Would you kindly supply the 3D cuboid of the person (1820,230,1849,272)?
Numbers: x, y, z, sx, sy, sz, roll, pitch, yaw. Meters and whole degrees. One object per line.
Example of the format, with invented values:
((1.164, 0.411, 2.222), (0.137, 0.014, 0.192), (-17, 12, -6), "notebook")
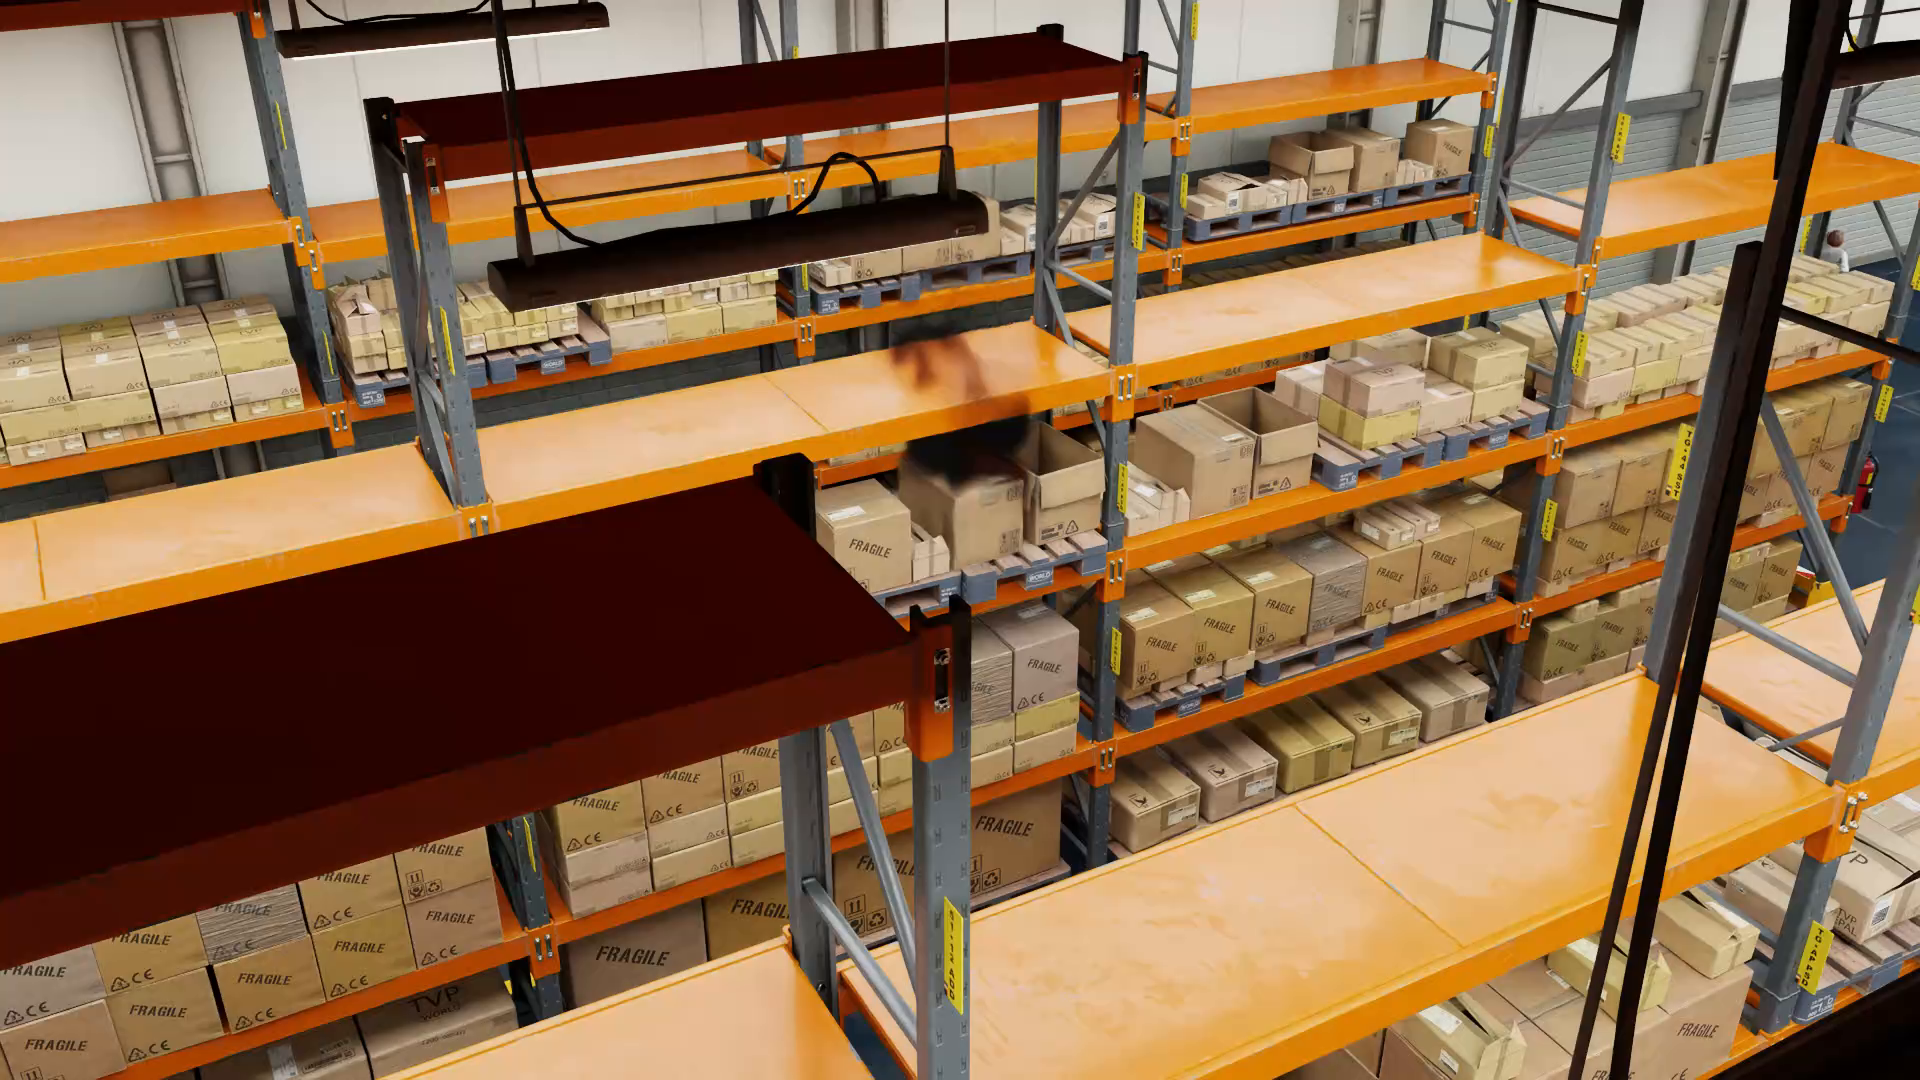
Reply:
((11.032, -3.181, 21.316), (0.860, 1.588, 0.566), (-24, 36, -37), "person")
